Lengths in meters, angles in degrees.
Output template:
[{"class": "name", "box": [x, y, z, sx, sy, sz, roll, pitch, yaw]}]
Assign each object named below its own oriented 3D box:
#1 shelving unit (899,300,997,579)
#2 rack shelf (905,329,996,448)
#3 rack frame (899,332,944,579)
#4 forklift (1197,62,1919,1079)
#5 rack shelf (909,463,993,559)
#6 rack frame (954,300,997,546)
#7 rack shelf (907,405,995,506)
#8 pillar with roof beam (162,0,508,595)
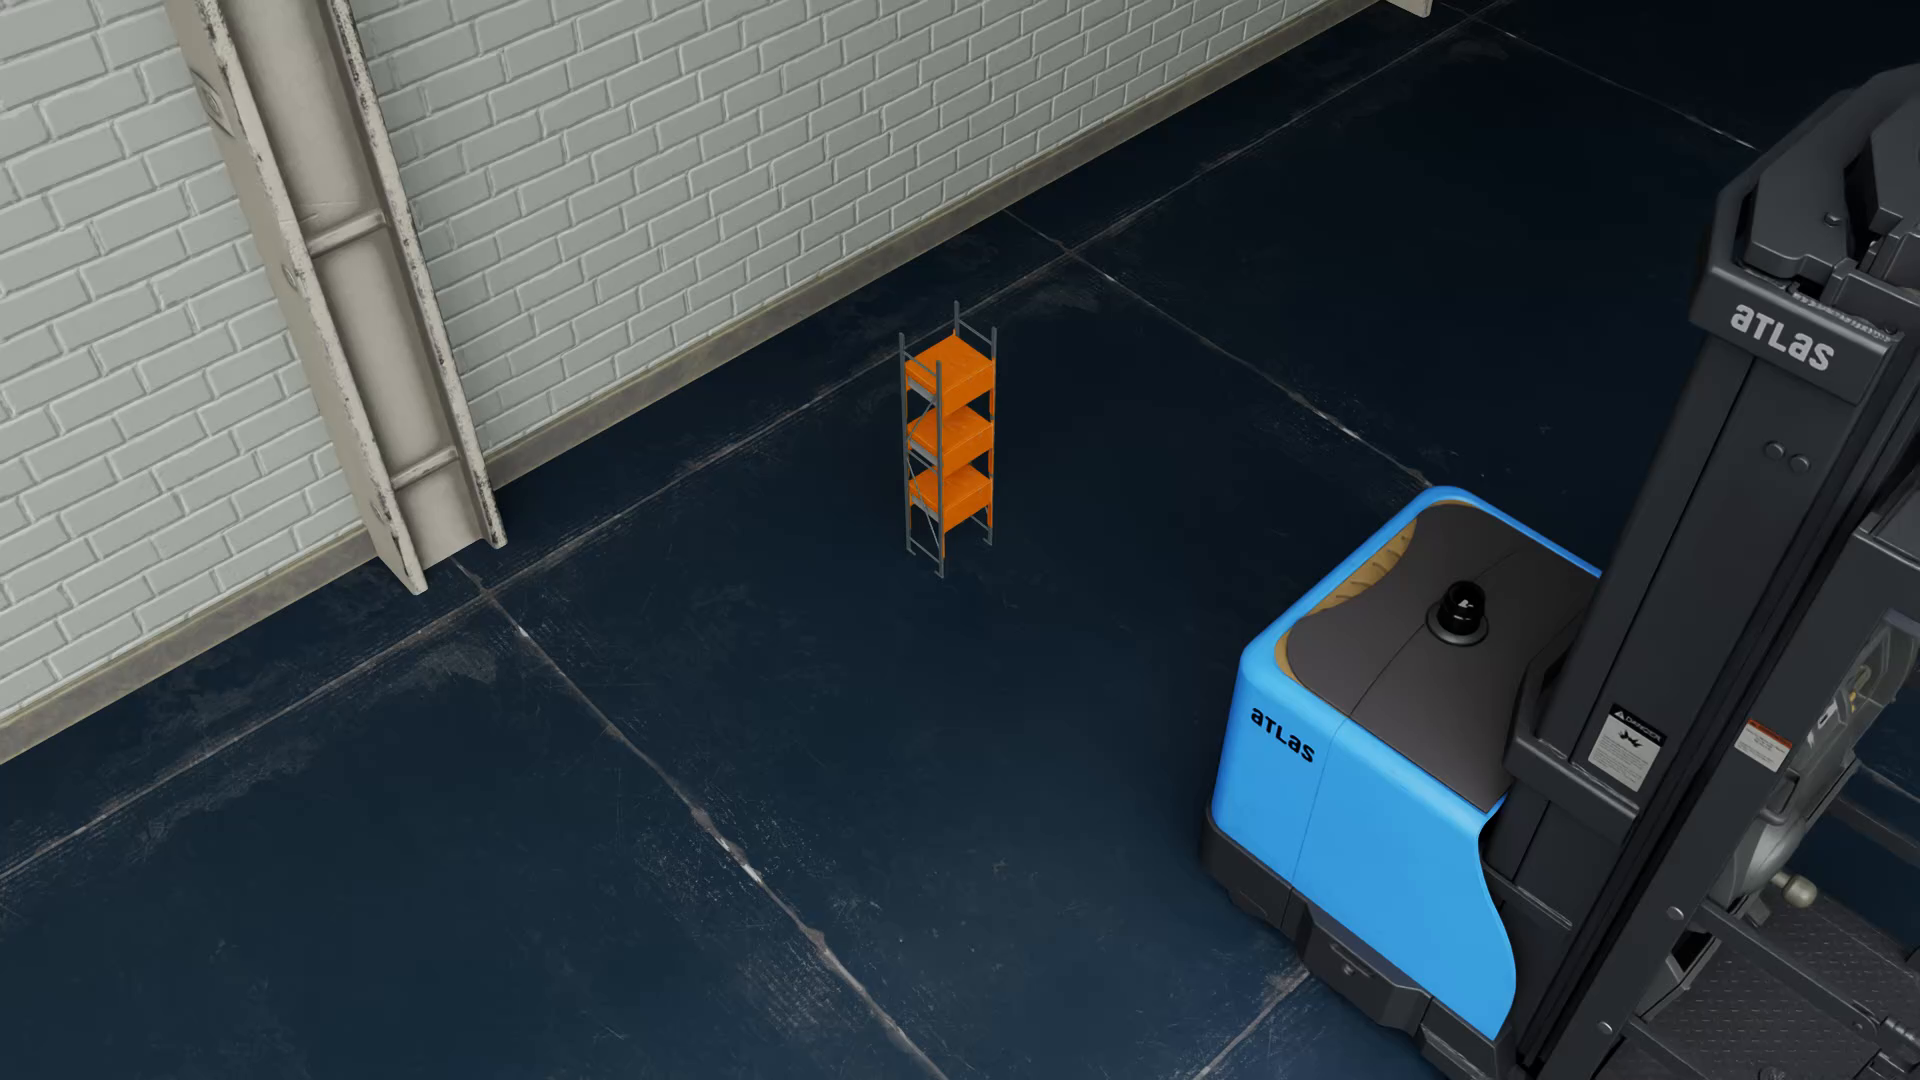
[{"class": "shelving unit", "box": [-0.040, -0.330, 5.840, 0.252, 1.050, 0.215, -34, 56, -27]}, {"class": "rack shelf", "box": [-0.040, -0.515, 5.639, 0.240, 0.259, 0.215, -34, 56, -27]}, {"class": "rack frame", "box": [-0.130, -0.269, 5.784, 0.008, 1.050, 0.200, -34, 56, -27]}, {"class": "forklift", "box": [2.143, 0.563, 3.736, 1.130, 2.935, 3.031, -36, 57, -29]}, {"class": "rack shelf", "box": [-0.040, -0.134, 6.052, 0.240, 0.259, 0.215, -34, 56, -27]}, {"class": "rack frame", "box": [0.051, -0.390, 5.895, 0.008, 1.050, 0.200, -34, 56, -27]}, {"class": "rack shelf", "box": [-0.040, -0.322, 5.848, 0.240, 0.259, 0.215, -34, 56, -27]}, {"class": "pillar with roof beam", "box": [0.953, -0.688, 0.762, 0.400, 9.000, 9.100, -34, 56, -27]}]
